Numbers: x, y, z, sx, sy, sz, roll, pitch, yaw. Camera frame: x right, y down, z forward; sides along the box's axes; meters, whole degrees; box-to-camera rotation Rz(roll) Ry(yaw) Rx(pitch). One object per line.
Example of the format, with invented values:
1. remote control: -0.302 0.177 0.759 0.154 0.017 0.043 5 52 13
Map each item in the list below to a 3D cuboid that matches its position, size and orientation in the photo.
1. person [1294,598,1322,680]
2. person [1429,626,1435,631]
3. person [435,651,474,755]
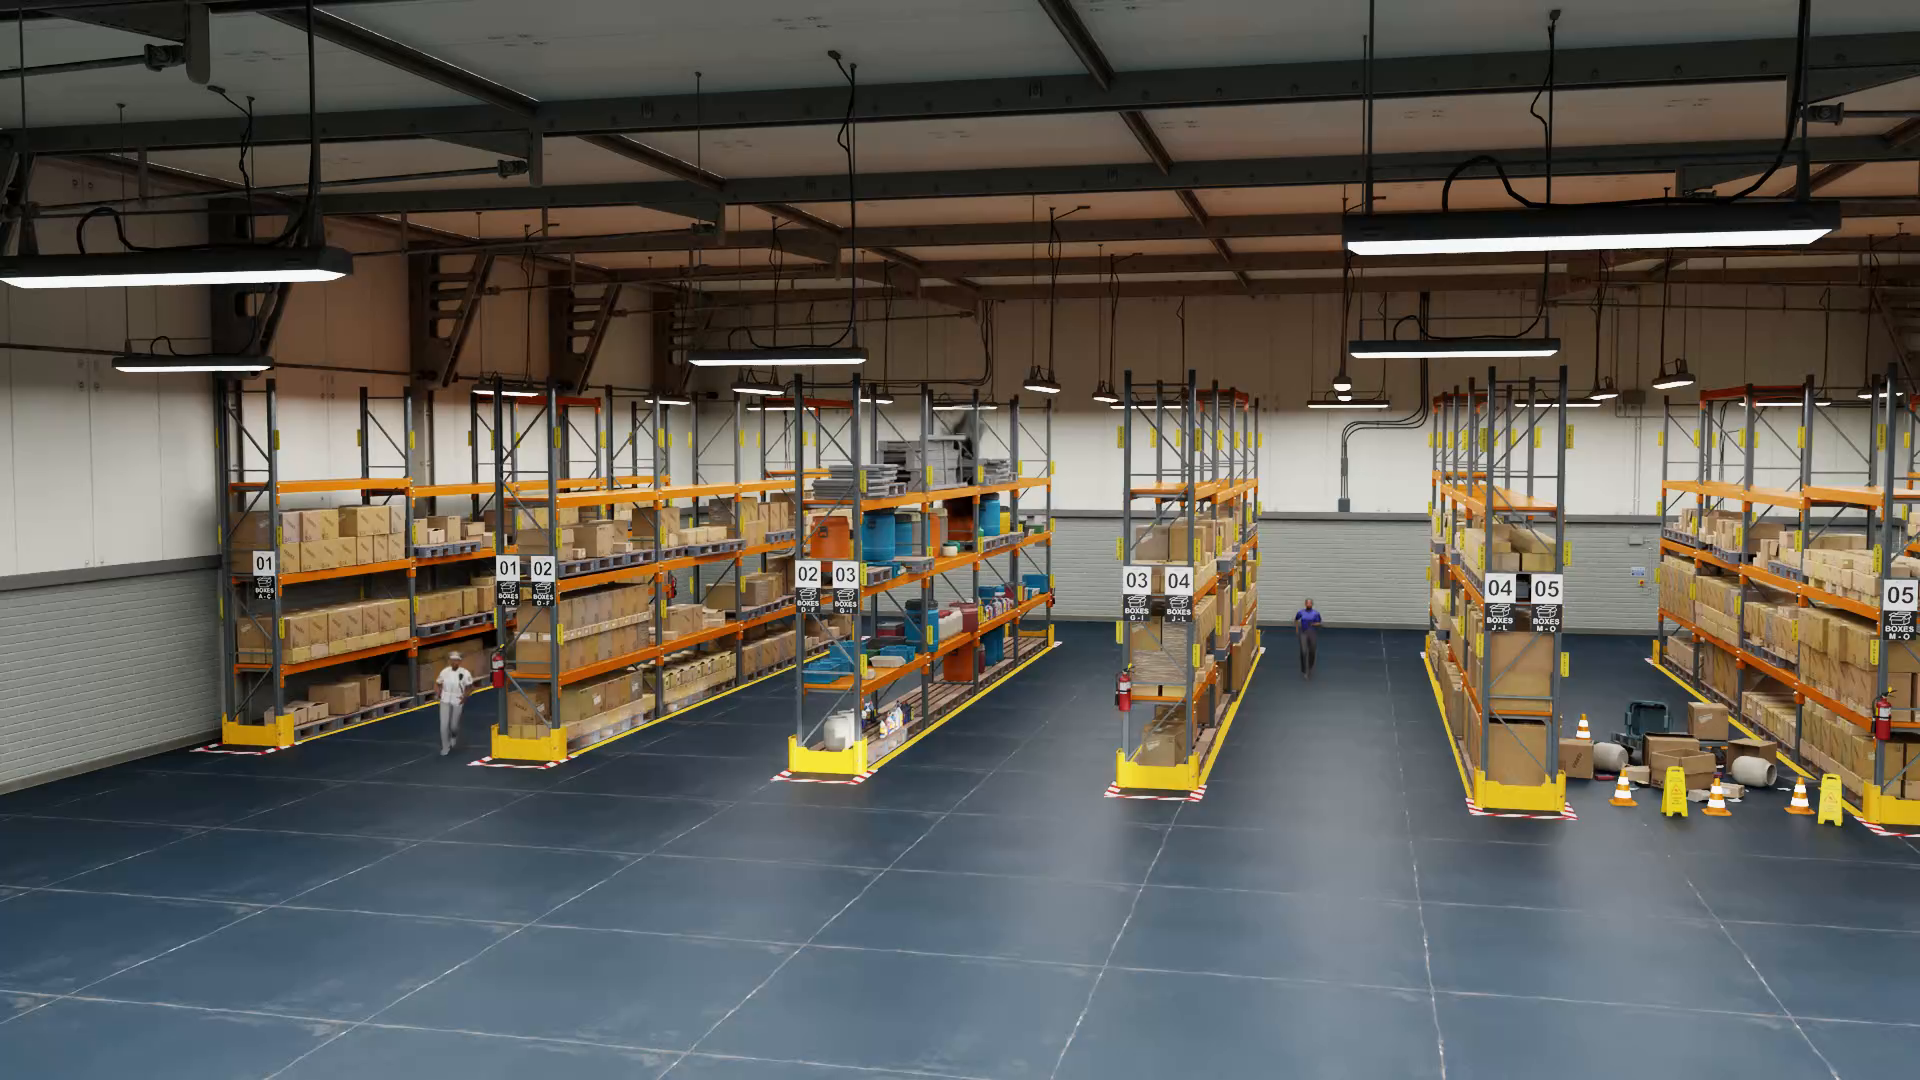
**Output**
1. person: 7.338 2.058 35.034 0.561 1.684 0.878 1 3 9
2. person: 11.498 1.840 39.514 0.635 1.557 0.735 1 4 12
3. person: -8.100 2.594 26.597 0.602 1.648 0.580 0 3 -4
